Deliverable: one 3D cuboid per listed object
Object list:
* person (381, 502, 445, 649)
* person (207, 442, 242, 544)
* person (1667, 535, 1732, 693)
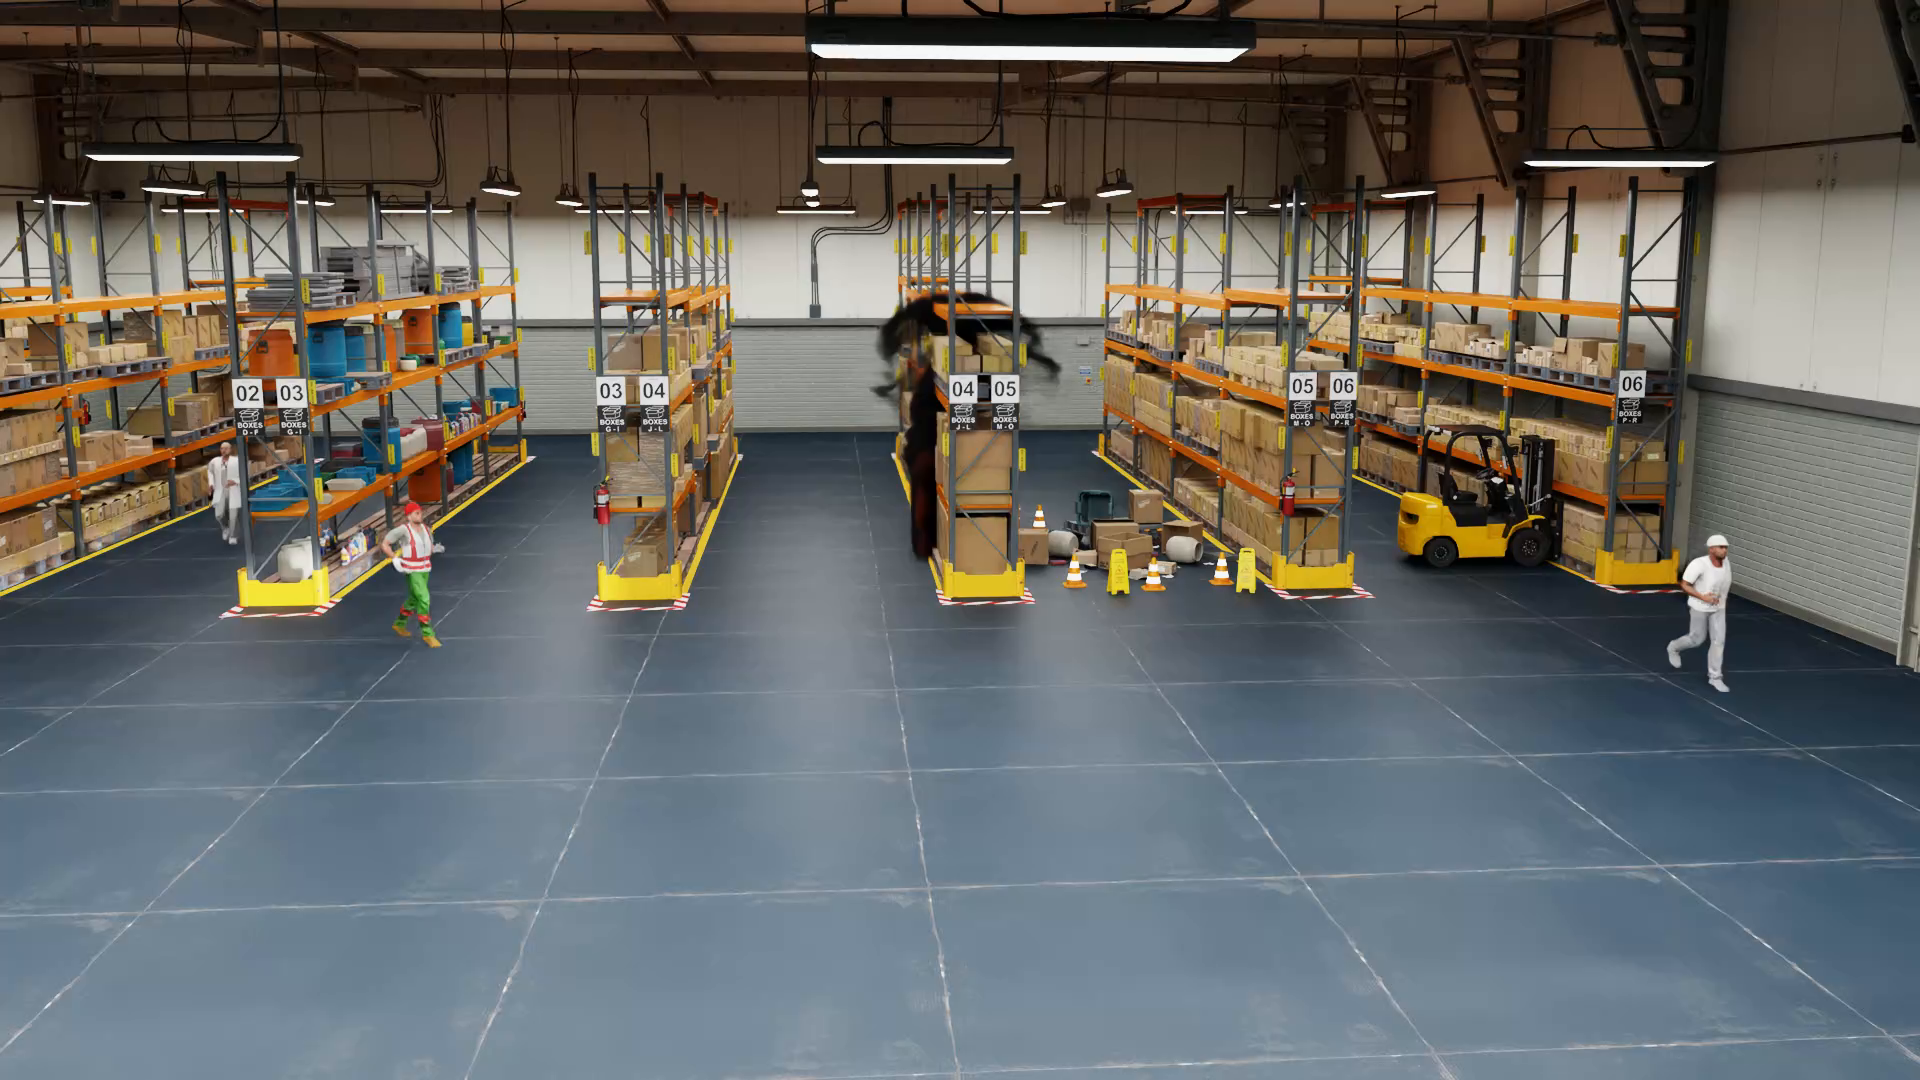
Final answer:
[{"bbox_3d":[-6.896,0.431,21.079,0.835,1.842,0.639,4,11,21],"label":"person"},{"bbox_3d":[-12.384,-0.785,28.100,0.703,1.724,0.623,-2,10,-10],"label":"person"},{"bbox_3d":[8.595,0.789,19.185,0.725,1.757,1.011,-3,11,-18],"label":"person"}]
